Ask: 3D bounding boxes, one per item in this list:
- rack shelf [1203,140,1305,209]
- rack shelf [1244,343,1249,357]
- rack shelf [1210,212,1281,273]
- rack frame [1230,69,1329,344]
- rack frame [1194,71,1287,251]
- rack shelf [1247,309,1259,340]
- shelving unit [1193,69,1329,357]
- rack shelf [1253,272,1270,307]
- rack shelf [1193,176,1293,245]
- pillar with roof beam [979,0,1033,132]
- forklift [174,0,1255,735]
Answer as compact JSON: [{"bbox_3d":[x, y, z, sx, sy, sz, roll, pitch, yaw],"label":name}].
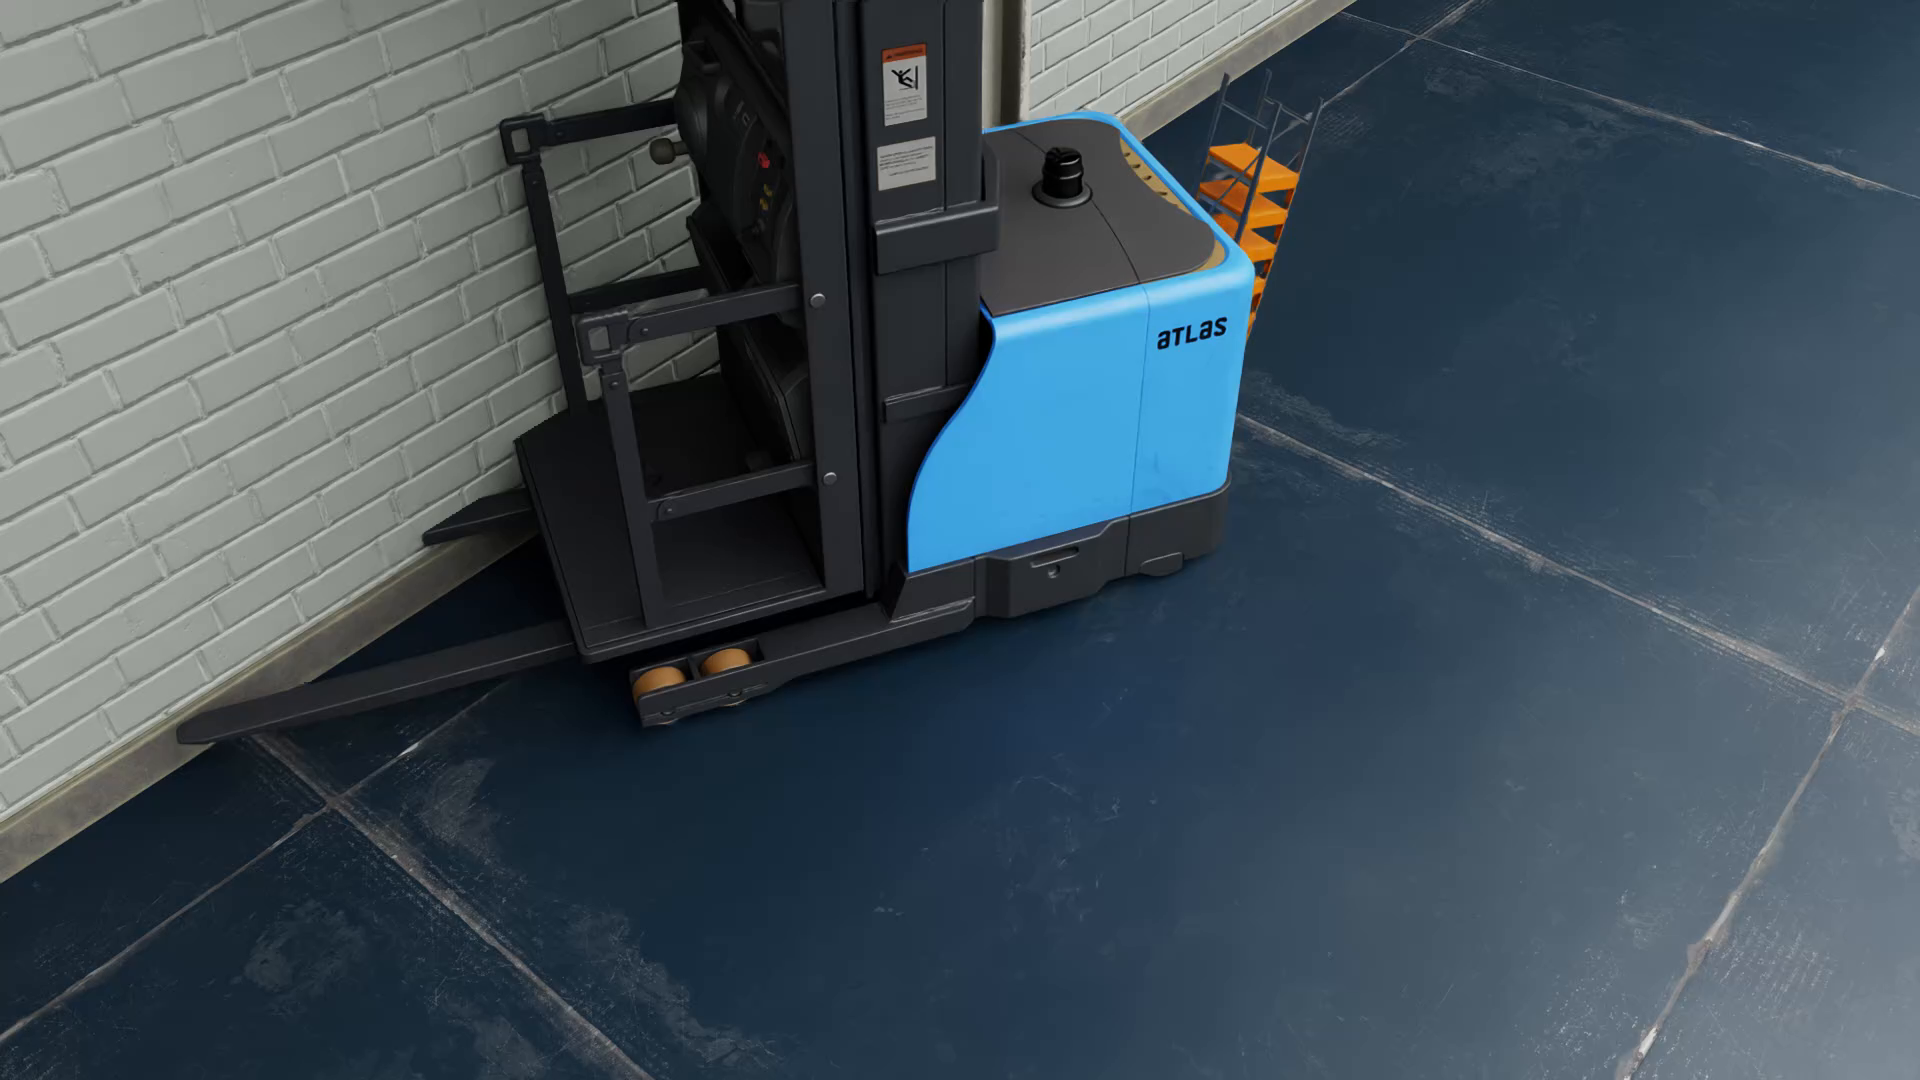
[{"bbox_3d":[0.903,-1.131,5.137,0.180,0.103,0.258,-15,43,-35],"label":"rack shelf"},{"bbox_3d":[0.788,-0.645,5.470,0.180,0.103,0.258,-15,43,-35],"label":"rack shelf"},{"bbox_3d":[0.857,-0.937,5.270,0.180,0.103,0.258,-15,43,-35],"label":"rack shelf"},{"bbox_3d":[0.915,-0.894,5.365,0.006,1.200,0.240,-15,43,-35],"label":"rack frame"},{"bbox_3d":[0.770,-0.857,5.260,0.006,1.200,0.240,-15,43,-35],"label":"rack frame"},{"bbox_3d":[0.811,-0.742,5.403,0.180,0.103,0.258,-15,43,-35],"label":"rack shelf"},{"bbox_3d":[0.843,-0.875,5.312,0.189,1.200,0.258,-15,43,-35],"label":"shelving unit"},{"bbox_3d":[0.834,-0.839,5.337,0.180,0.103,0.258,-15,43,-35],"label":"rack shelf"},{"bbox_3d":[0.880,-1.034,5.204,0.180,0.103,0.258,-15,43,-35],"label":"rack shelf"},{"bbox_3d":[3.299,-2.438,1.242,9.100,9.000,0.400,29,50,28],"label":"pillar with roof beam"},{"bbox_3d":[-0.756,-0.977,4.145,3.031,2.935,1.130,-14,44,-15],"label":"forklift"}]
